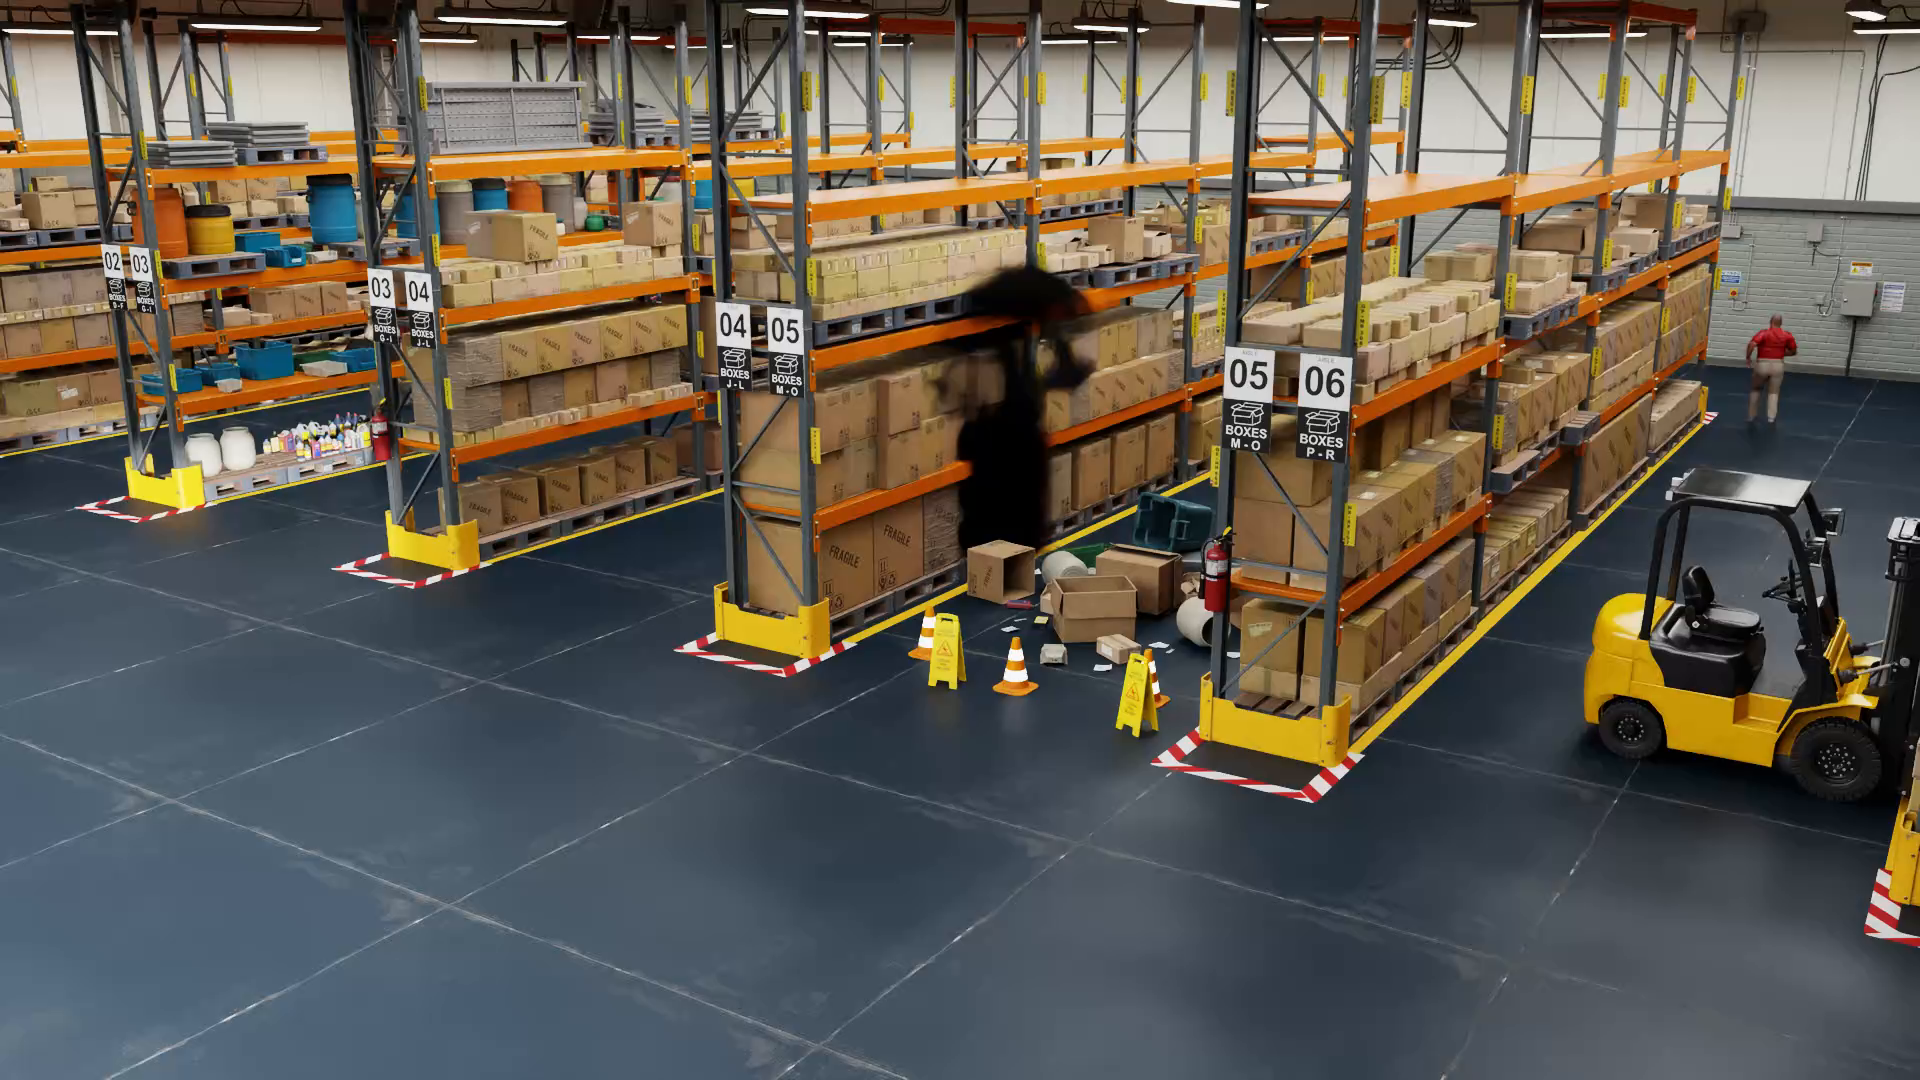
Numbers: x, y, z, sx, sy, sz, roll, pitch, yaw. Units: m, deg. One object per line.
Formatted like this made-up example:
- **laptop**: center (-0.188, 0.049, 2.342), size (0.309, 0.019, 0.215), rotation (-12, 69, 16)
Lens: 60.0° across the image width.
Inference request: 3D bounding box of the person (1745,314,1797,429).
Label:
- **person**: center (12.169, -2.504, 25.026), size (0.696, 1.788, 0.869), rotation (6, 17, 21)

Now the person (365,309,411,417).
- **person**: center (-9.110, -2.847, 26.355), size (0.615, 1.690, 0.910), rotation (6, 17, 20)
